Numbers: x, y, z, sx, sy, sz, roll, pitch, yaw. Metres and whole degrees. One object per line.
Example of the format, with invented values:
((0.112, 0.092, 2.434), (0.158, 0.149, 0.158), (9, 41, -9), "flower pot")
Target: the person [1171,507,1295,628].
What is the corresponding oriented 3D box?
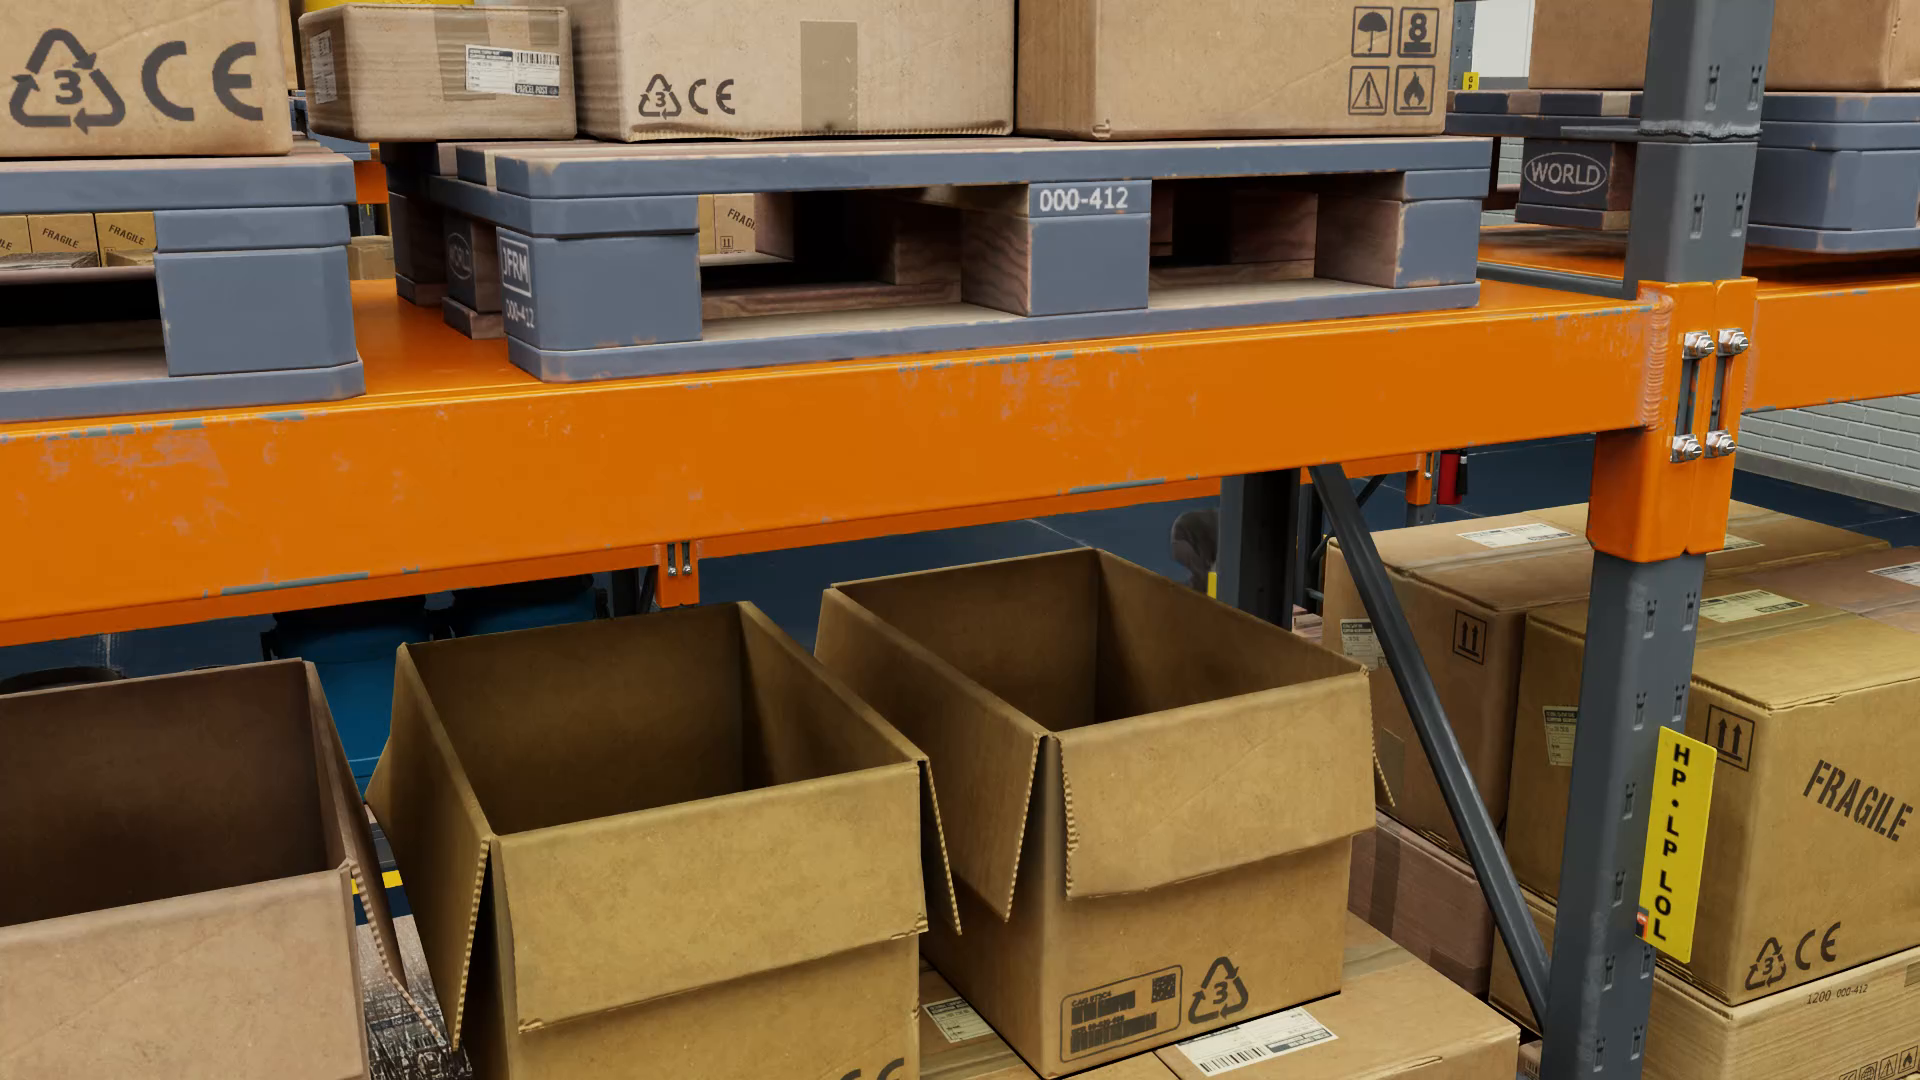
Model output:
((1.429, 0.229, 8.702), (0.405, 0.645, 1.127), (-4, 16, -14), "person")
